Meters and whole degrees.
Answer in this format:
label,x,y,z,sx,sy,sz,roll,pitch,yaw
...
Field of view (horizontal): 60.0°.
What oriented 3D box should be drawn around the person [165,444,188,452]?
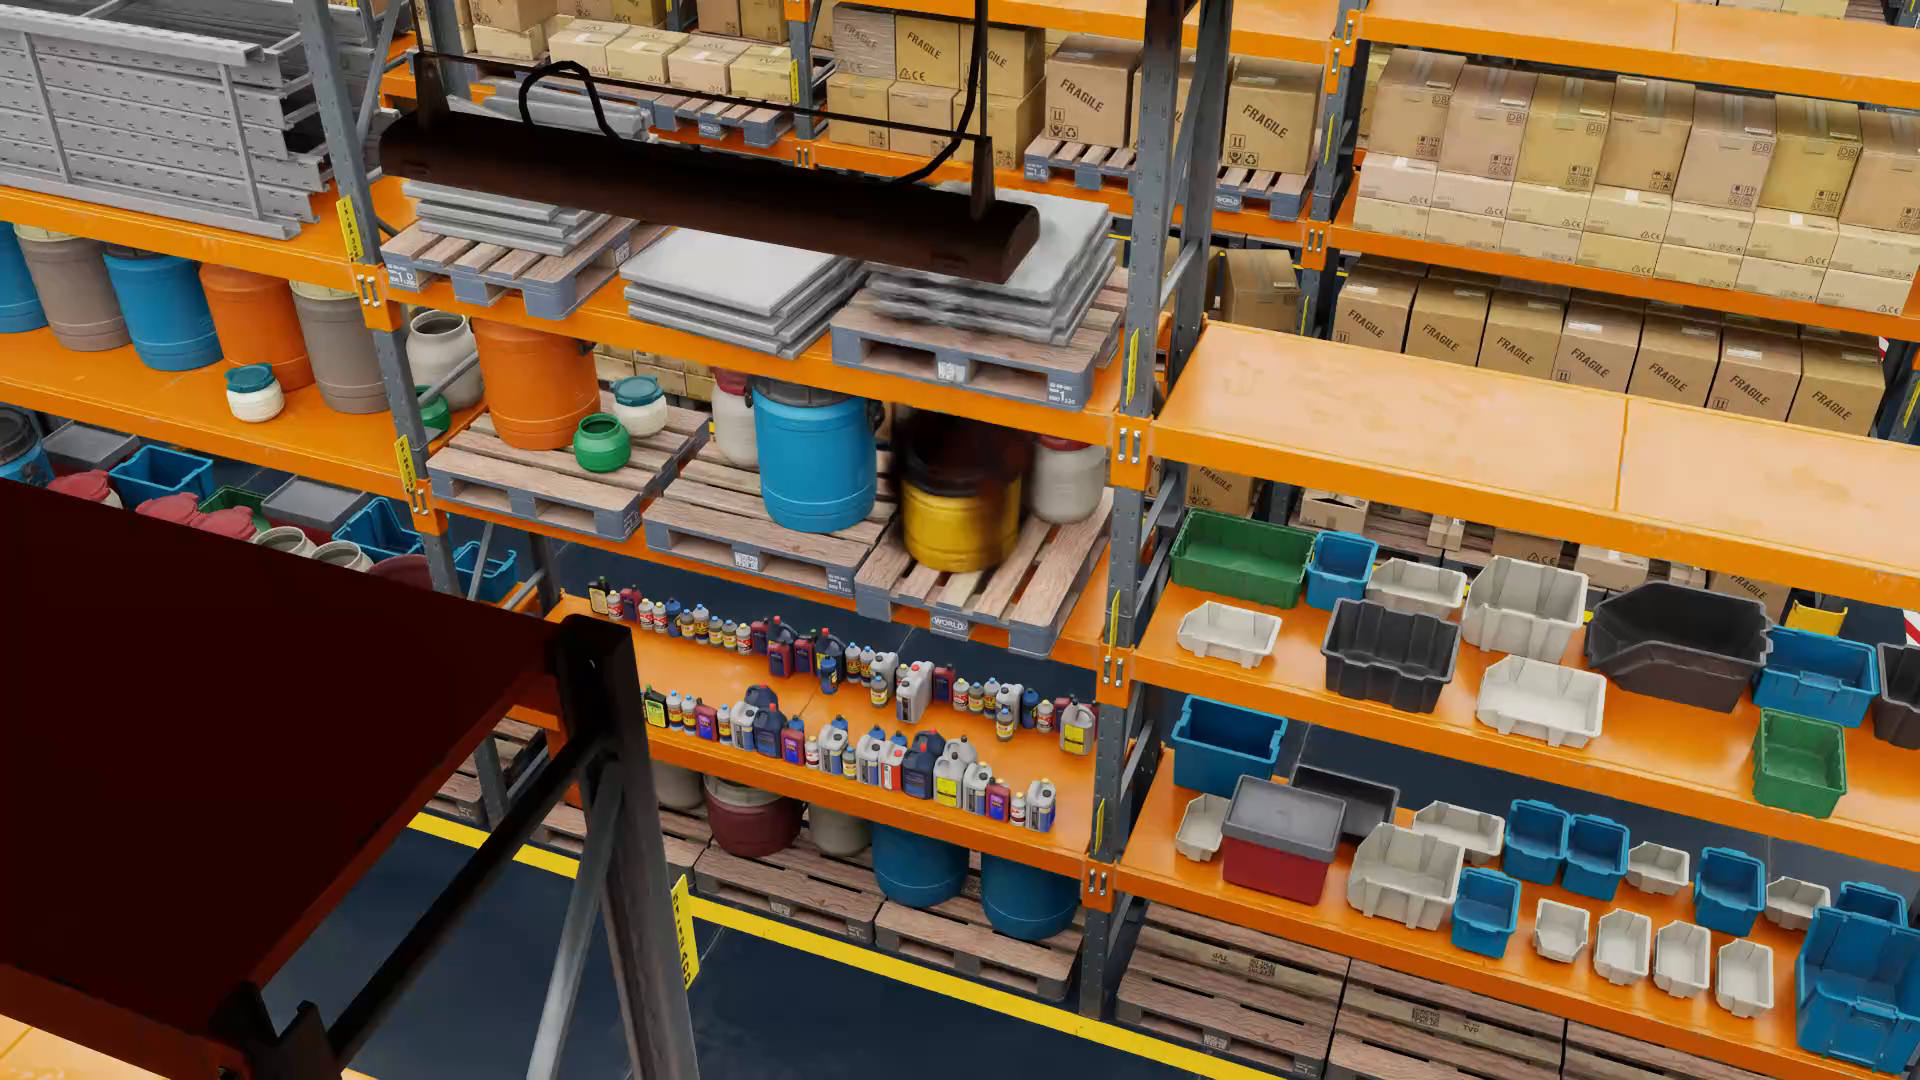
label,x,y,z,sx,sy,sz,roll,pitch,yaw
person,-6.643,-1.477,13.951,0.627,1.733,0.651,-4,37,-5
